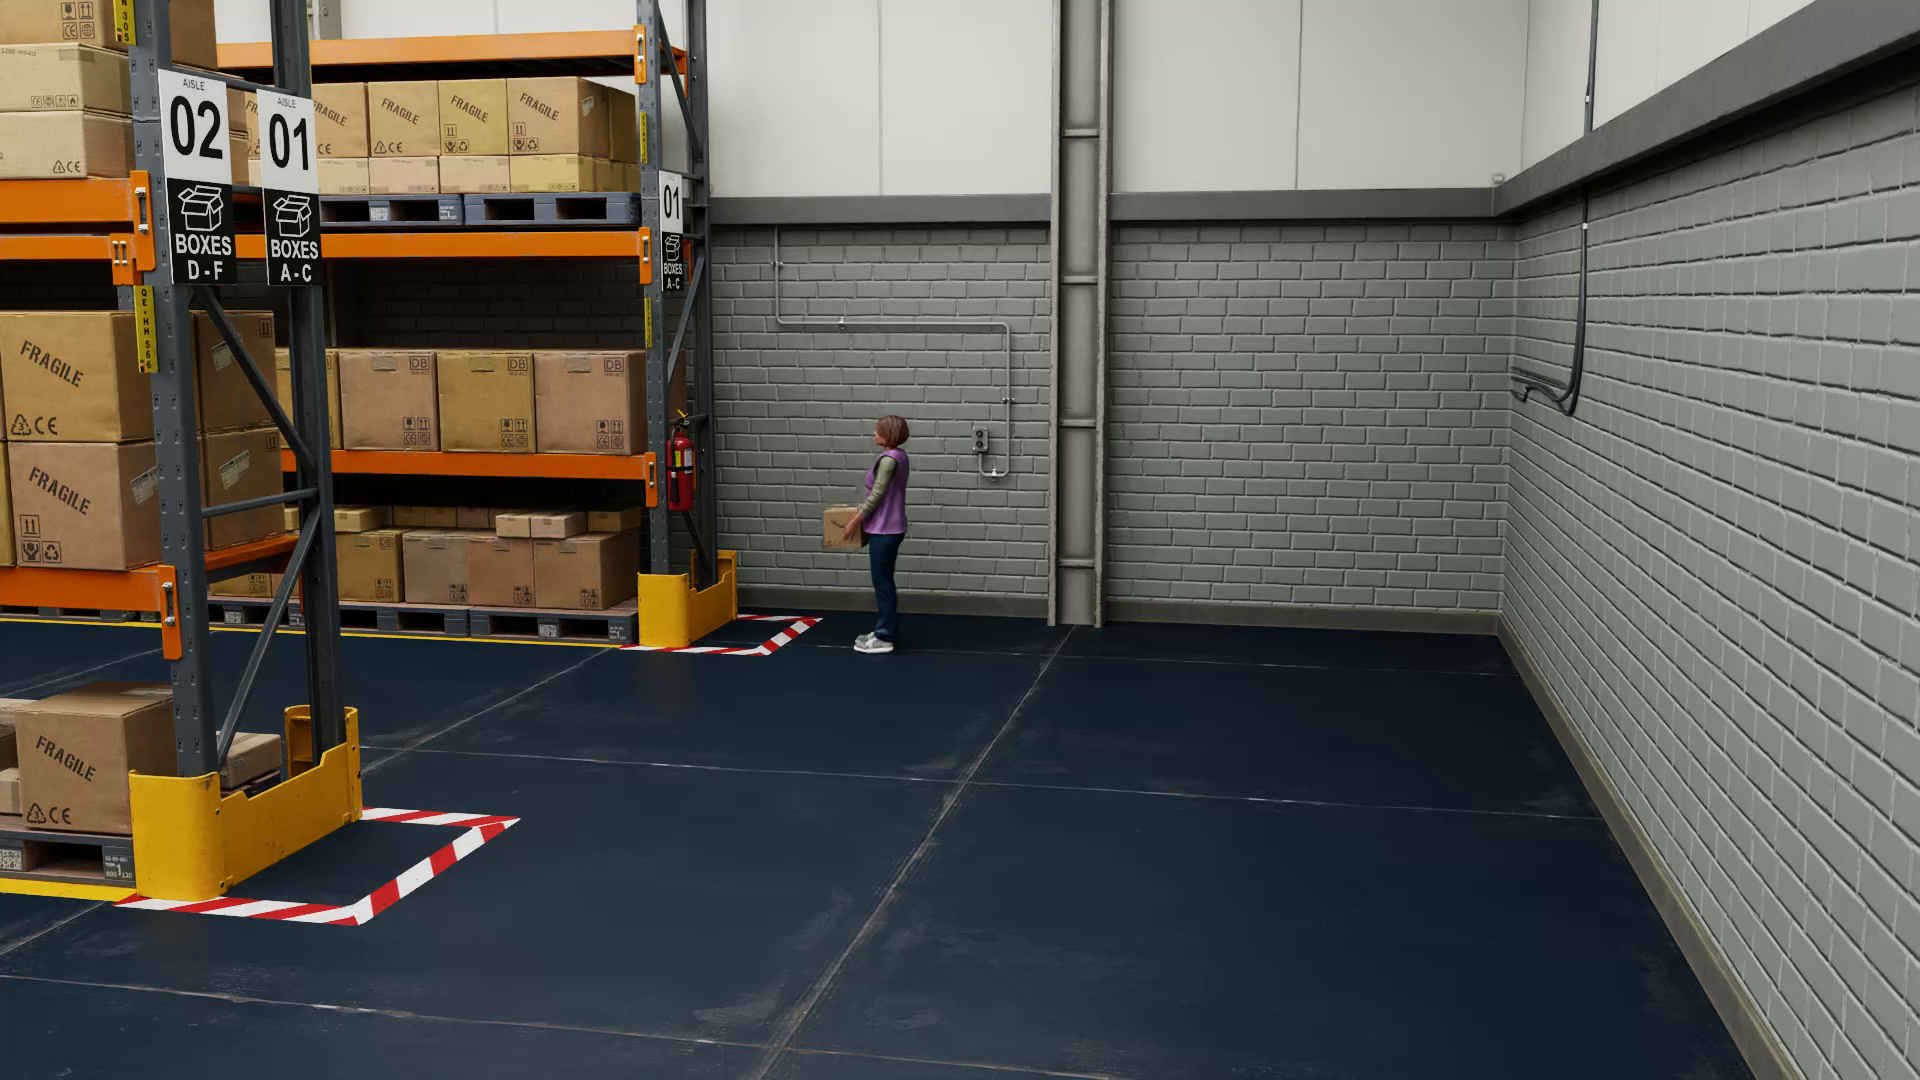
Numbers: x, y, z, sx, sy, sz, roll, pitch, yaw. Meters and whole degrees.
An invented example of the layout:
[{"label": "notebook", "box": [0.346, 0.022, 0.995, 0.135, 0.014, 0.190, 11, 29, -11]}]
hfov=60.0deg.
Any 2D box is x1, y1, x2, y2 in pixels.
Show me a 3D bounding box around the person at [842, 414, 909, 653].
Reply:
[{"label": "person", "box": [-0.554, -0.045, 11.145, 0.431, 1.602, 0.452, 1, 8, 9]}]
